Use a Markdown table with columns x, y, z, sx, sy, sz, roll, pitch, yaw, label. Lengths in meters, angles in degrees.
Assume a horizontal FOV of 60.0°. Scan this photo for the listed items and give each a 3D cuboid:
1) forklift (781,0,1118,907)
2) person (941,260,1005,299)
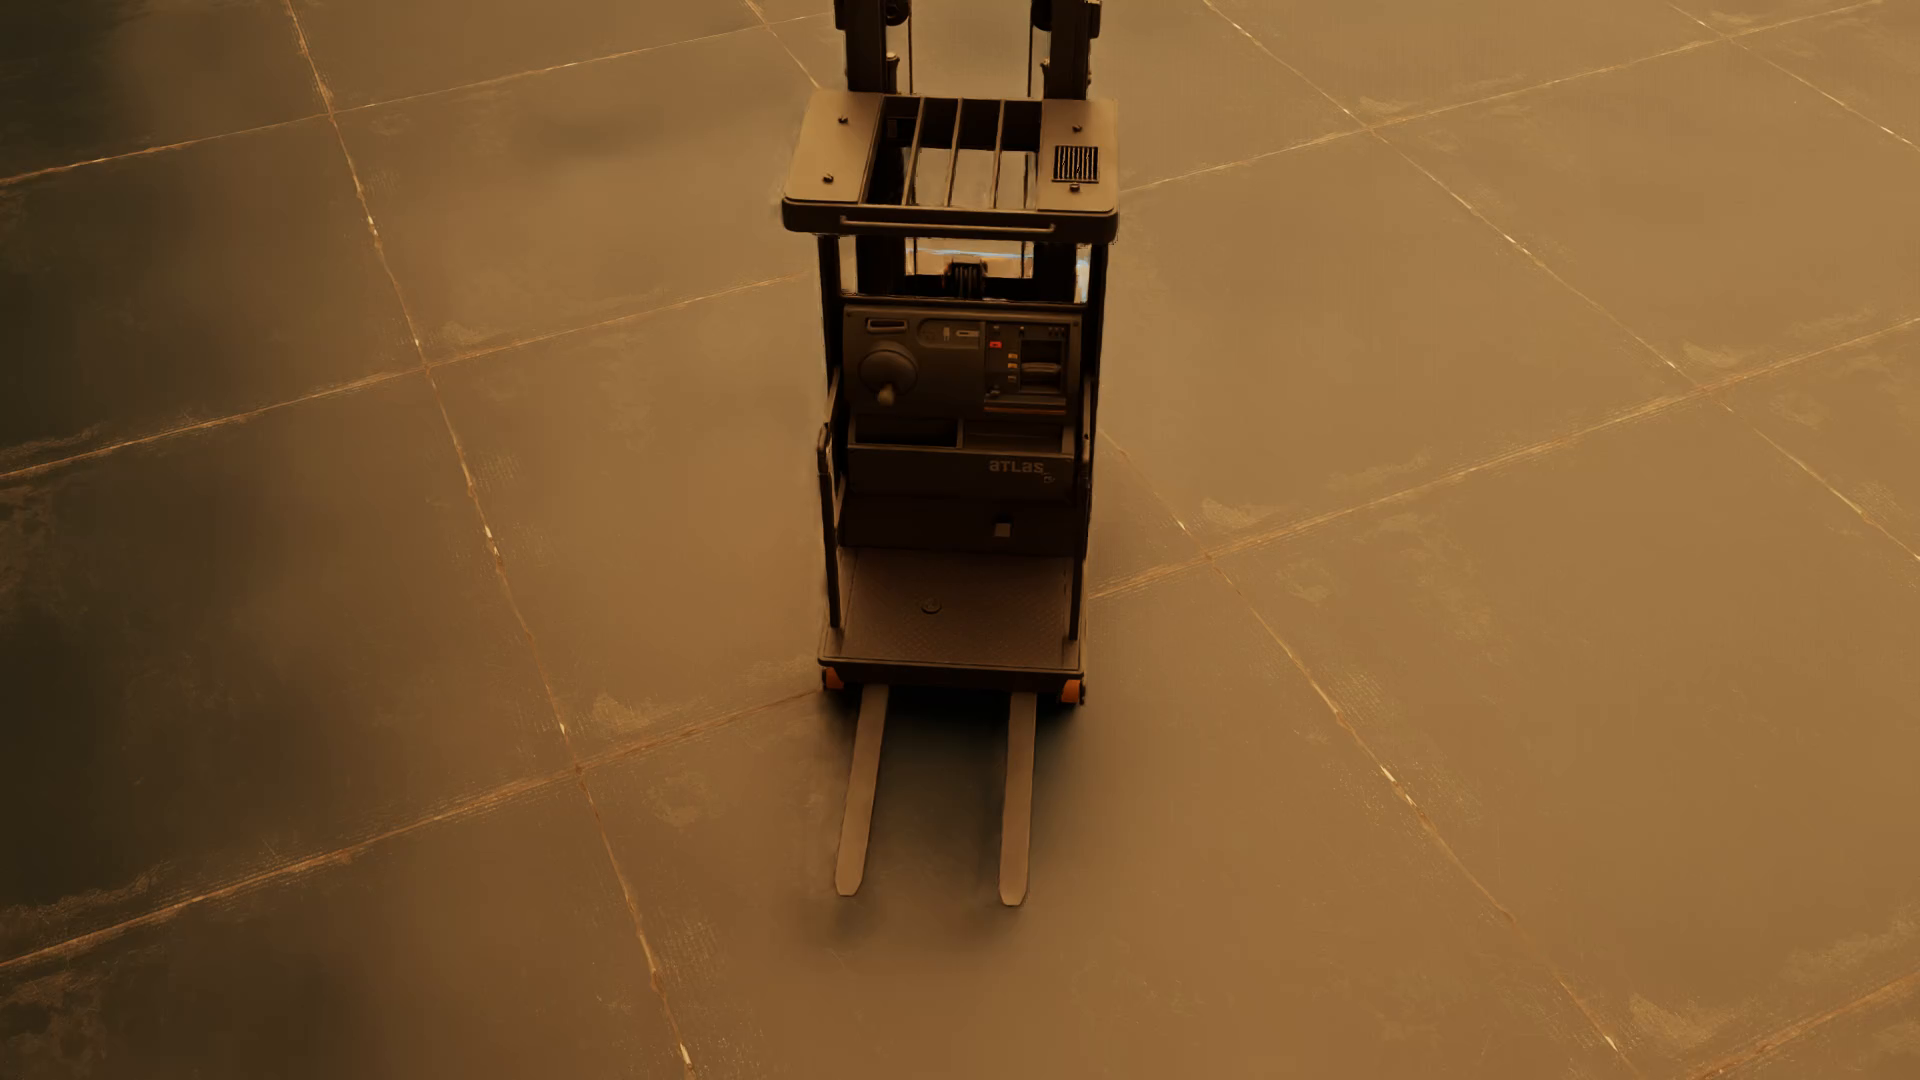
| x | y | z | sx | sy | sz | roll | pitch | yaw | label |
| --- | --- | --- | --- | --- | --- | --- | --- | --- | --- |
| -0.007 | -0.618 | 6.342 | 1.130 | 2.935 | 3.031 | 3 | 43 | 3 | forklift |
| -0.007 | -0.650 | 7.322 | 0.599 | 1.627 | 0.549 | -18 | 46 | -18 | person |
